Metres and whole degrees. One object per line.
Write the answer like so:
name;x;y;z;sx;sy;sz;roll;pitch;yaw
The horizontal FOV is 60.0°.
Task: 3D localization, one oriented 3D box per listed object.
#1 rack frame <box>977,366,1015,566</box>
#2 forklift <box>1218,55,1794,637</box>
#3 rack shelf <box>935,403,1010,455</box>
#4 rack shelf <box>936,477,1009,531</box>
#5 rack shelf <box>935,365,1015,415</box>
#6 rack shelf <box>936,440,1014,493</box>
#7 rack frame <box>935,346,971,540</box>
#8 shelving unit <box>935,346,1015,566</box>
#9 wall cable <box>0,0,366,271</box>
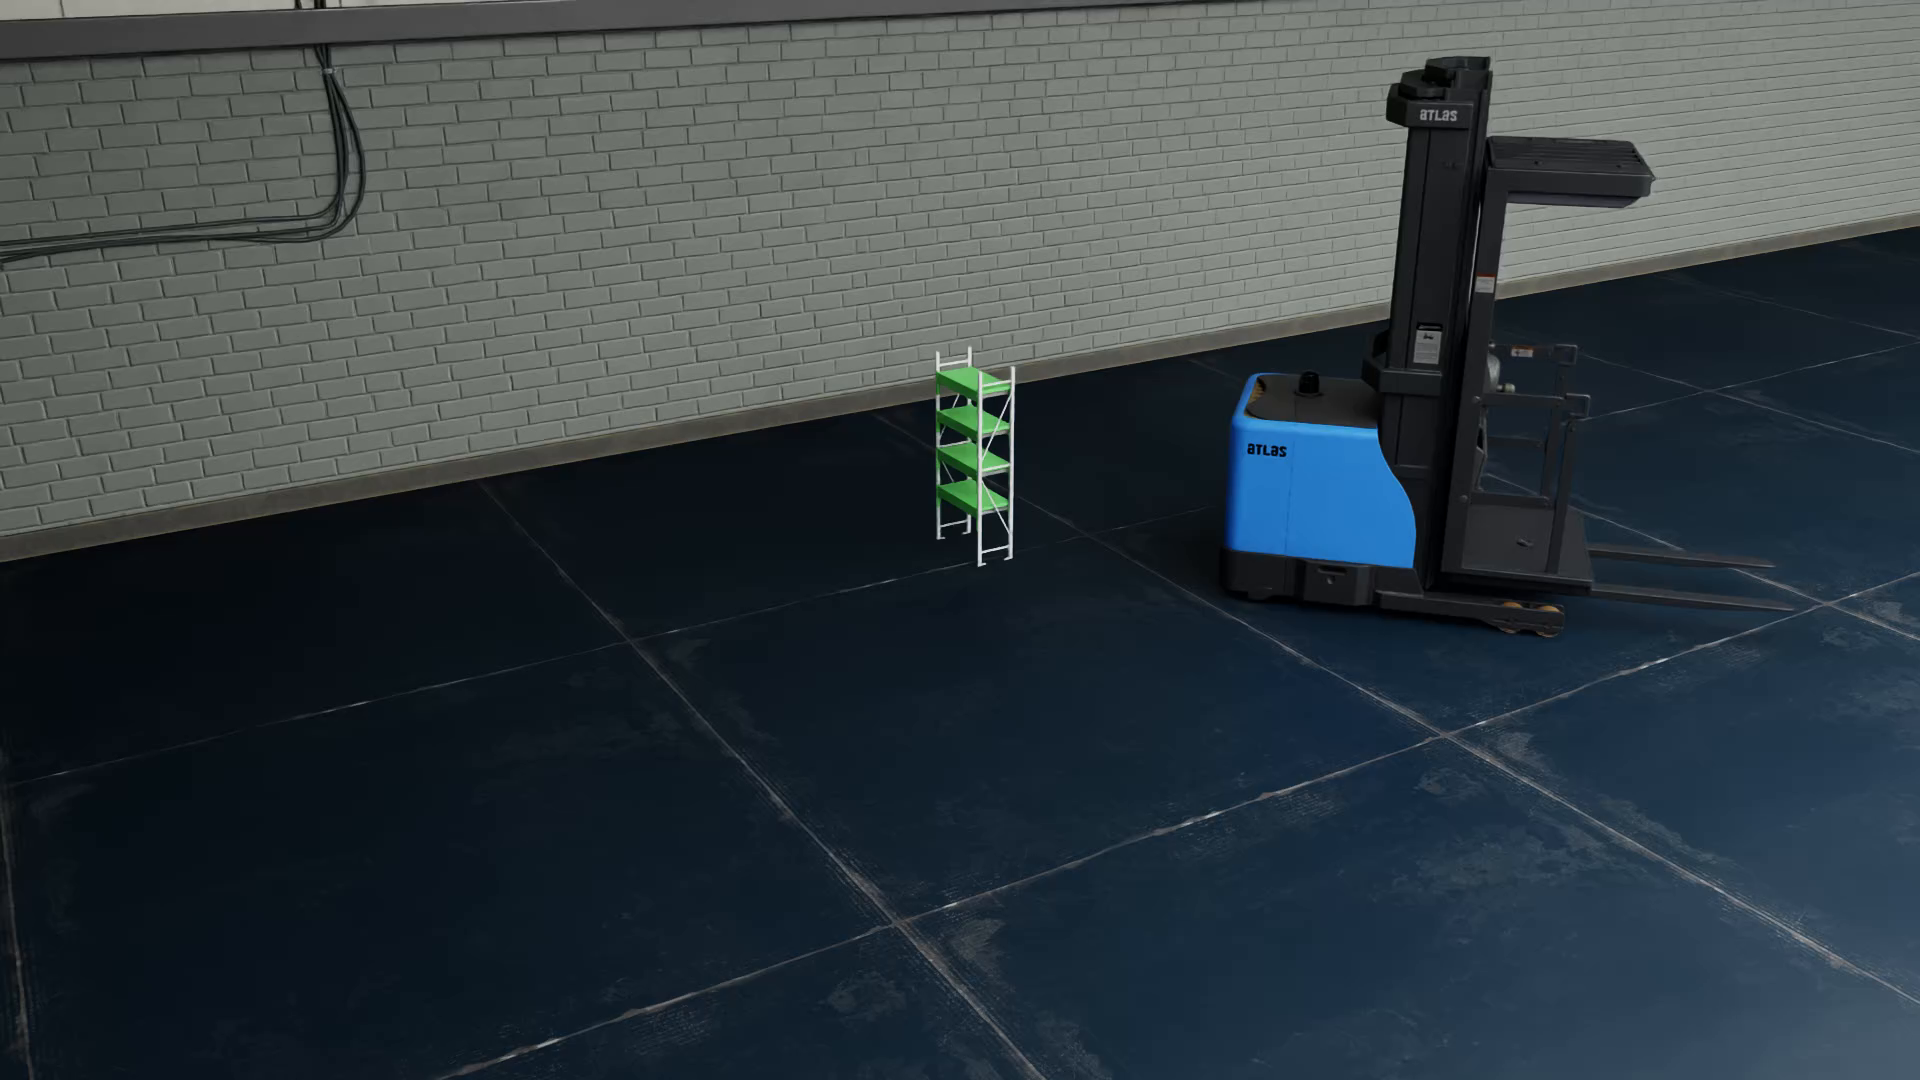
rack frame;0.209;-0.423;9.759;0.240;1.200;0.015;-13;25;-28
forklift;3.050;-1.054;9.011;3.031;2.935;1.130;6;23;14
rack shelf;0.085;-0.665;9.887;0.258;0.148;0.480;-13;25;-28
rack shelf;0.085;-0.221;10.068;0.258;0.148;0.480;-13;25;-28
rack shelf;0.085;-0.888;9.797;0.258;0.148;0.480;-13;25;-28
rack shelf;0.085;-0.443;9.978;0.258;0.148;0.480;-13;25;-28
rack frame;-0.040;-0.581;10.148;0.240;1.200;0.015;-13;25;-28
shelving unit;0.085;-0.502;9.954;0.258;1.200;0.503;-13;25;-28
wall cable;-5.001;-2.753;9.259;3.097;2.526;0.112;-13;25;-28
